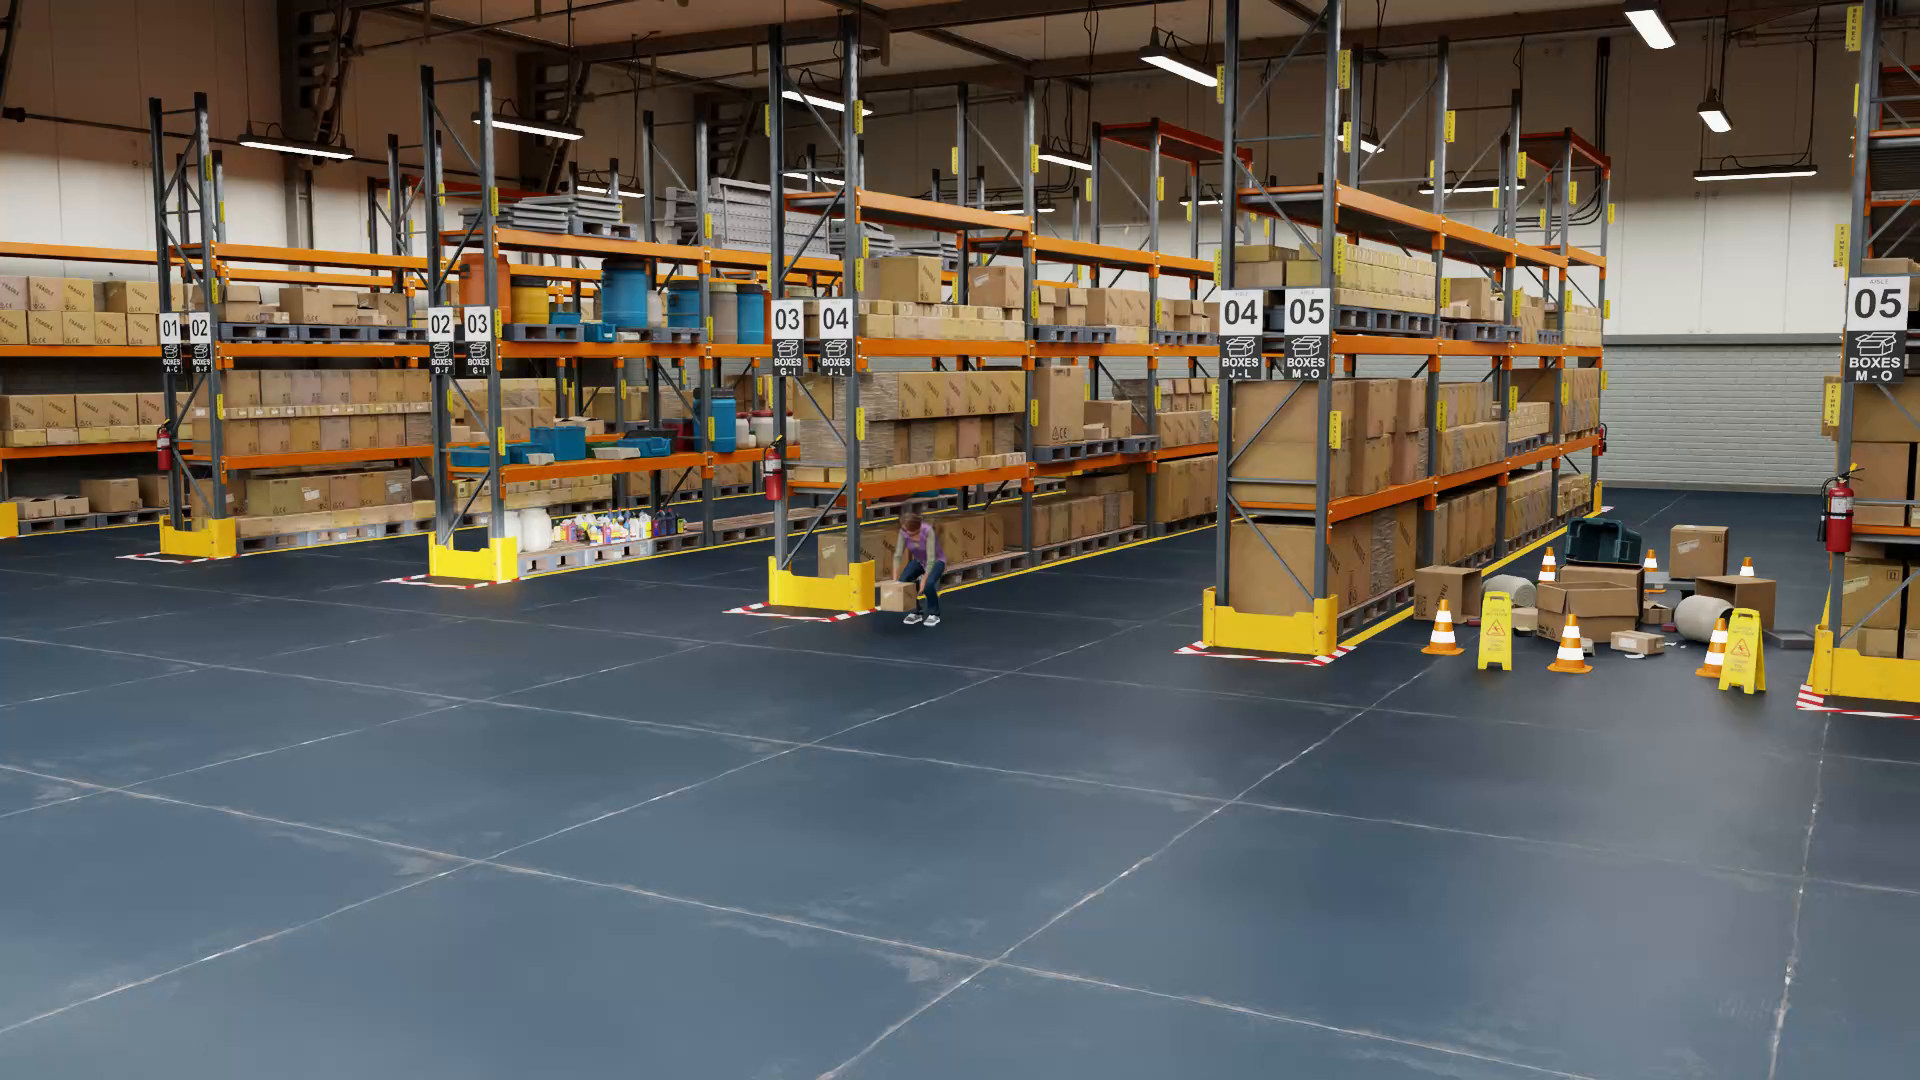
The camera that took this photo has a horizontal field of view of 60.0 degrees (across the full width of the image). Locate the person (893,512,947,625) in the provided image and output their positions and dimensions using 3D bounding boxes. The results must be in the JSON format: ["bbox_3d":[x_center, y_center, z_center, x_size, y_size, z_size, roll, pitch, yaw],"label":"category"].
[{"bbox_3d":[-0.370,0.275,16.246,0.463,1.122,0.730,3,7,29],"label":"person"}]
